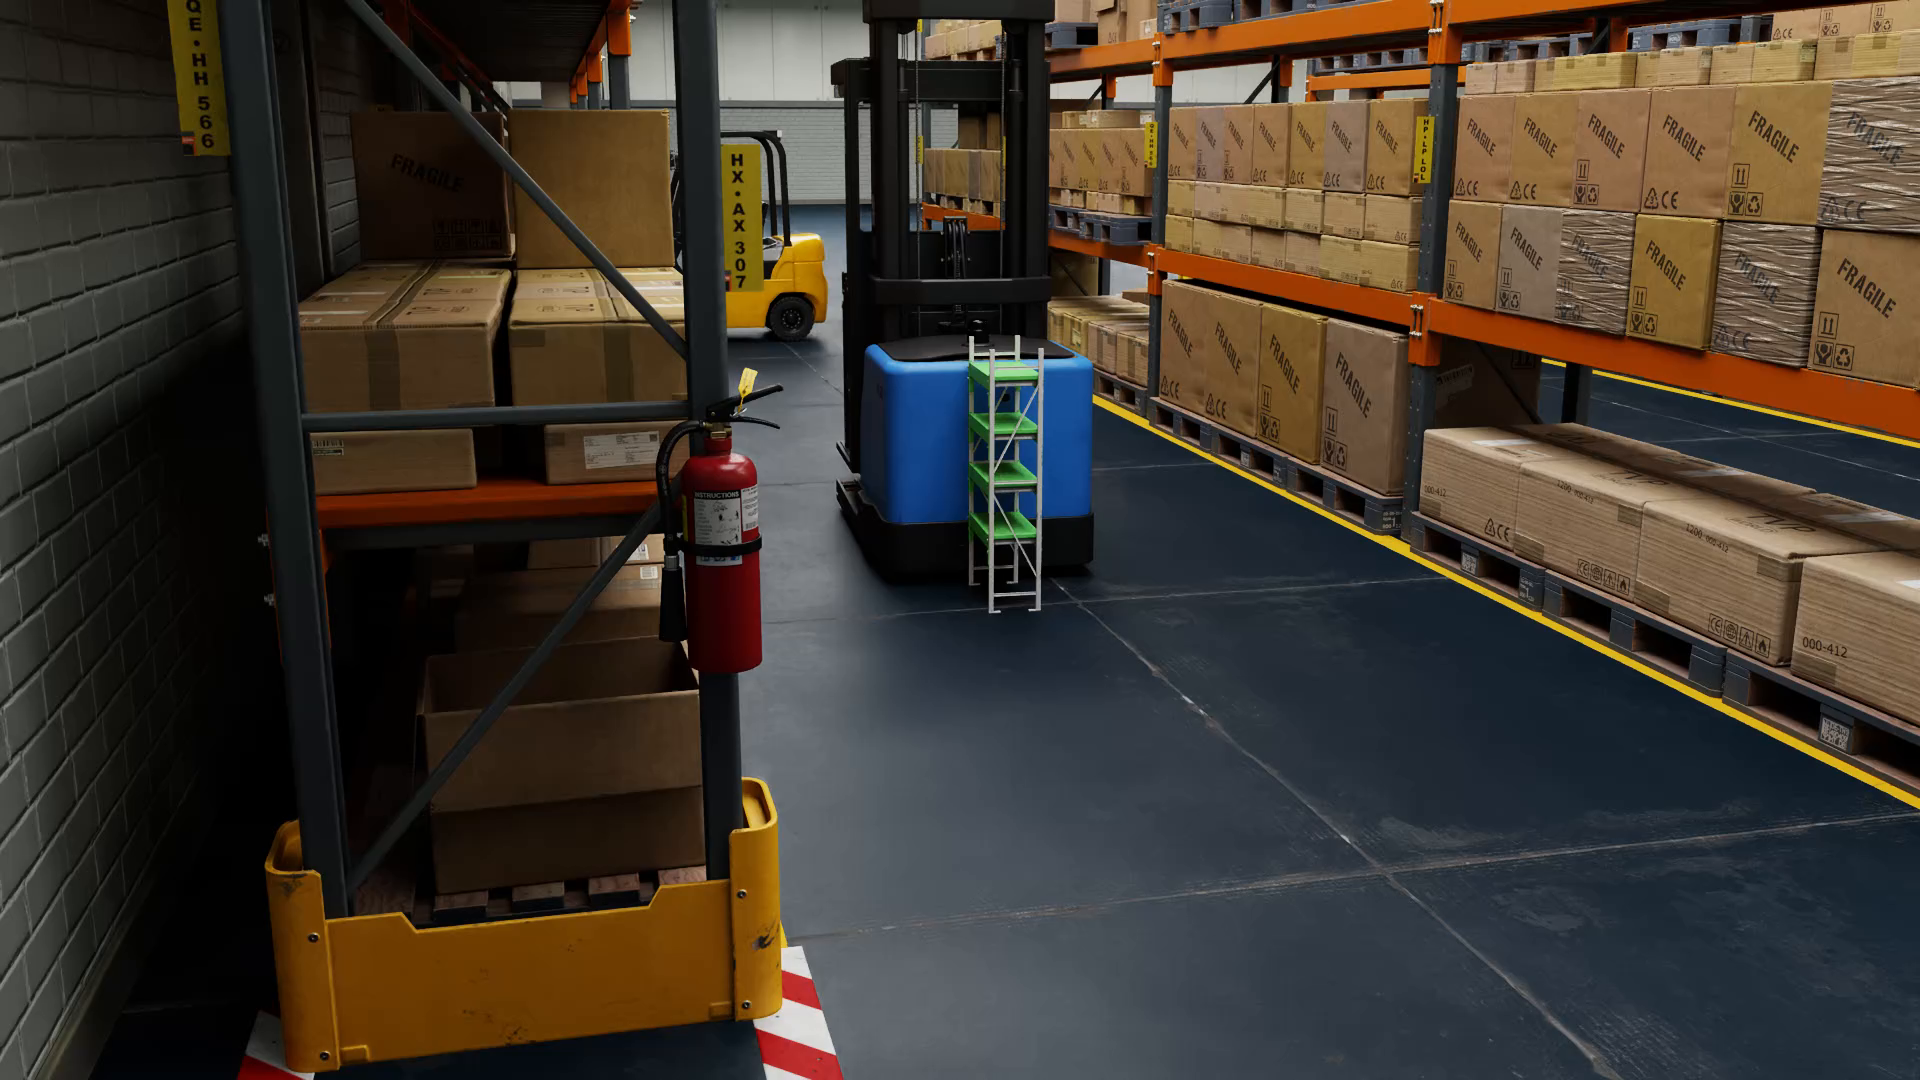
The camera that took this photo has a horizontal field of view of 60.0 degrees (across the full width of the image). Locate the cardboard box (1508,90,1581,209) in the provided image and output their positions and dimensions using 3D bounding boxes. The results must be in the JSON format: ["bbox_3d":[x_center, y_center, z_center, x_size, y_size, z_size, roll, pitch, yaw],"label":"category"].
[{"bbox_3d":[2.851,-1.765,7.514,0.500,0.500,0.500,-3,14,-14],"label":"cardboard box"}]

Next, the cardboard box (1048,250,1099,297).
[{"bbox_3d":[1.107,-2.700,16.988,0.500,0.500,0.500,-3,14,-11],"label":"cardboard box"}]

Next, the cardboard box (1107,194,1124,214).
[{"bbox_3d":[1.381,-2.652,13.105,0.380,0.149,0.250,-3,14,-14],"label":"cardboard box"}]

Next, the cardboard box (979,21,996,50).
[{"bbox_3d":[0.499,-5.049,16.641,0.500,0.250,0.500,-4,14,-14],"label":"cardboard box"}]

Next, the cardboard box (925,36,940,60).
[{"bbox_3d":[-0.097,-5.637,19.050,0.500,0.250,0.500,-4,14,-14],"label":"cardboard box"}]

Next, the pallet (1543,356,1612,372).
[{"bbox_3d":[6.316,-1.805,15.872,1.003,0.211,1.213,-3,14,-13],"label":"pallet"}]

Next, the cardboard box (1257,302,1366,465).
[{"bbox_3d":[2.419,-0.989,10.248,0.875,0.875,0.875,-3,14,-12],"label":"cardboard box"}]

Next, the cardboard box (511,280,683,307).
[{"bbox_3d":[-0.985,-0.578,4.663,0.500,0.250,0.500,-3,14,-13],"label":"cardboard box"}]

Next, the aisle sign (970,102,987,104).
[{"bbox_3d":[0.312,-5.533,19.775,0.394,0.787,0.004,-3,14,-13],"label":"aisle sign"}]

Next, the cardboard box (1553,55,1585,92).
[{"bbox_3d":[2.860,-2.057,7.344,0.380,0.149,0.250,-3,14,-14],"label":"cardboard box"}]

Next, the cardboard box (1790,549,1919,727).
[{"bbox_3d":[3.550,0.346,5.705,0.875,0.438,0.875,-4,14,-15],"label":"cardboard box"}]

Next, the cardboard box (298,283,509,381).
[{"bbox_3d":[-1.508,-0.553,4.558,0.500,0.250,0.500,-3,14,-13],"label":"cardboard box"}]

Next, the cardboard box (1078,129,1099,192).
[{"bbox_3d":[1.294,-3.115,13.635,0.500,0.500,0.500,-4,14,-17],"label":"cardboard box"}]

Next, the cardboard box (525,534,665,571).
[{"bbox_3d":[-1.264,0.266,5.899,0.500,0.500,0.500,-3,14,-12],"label":"cardboard box"}]

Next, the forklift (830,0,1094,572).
[{"bbox_3d":[-0.111,-1.569,9.175,1.130,2.935,3.031,-2,14,-10],"label":"forklift"}]

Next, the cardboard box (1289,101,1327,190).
[{"bbox_3d":[2.285,-2.331,9.832,0.500,0.500,0.500,-3,14,-11],"label":"cardboard box"}]

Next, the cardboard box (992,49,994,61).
[{"bbox_3d":[0.542,-4.889,16.829,0.380,0.149,0.250,-4,14,-15],"label":"cardboard box"}]

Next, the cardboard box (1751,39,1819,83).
[{"bbox_3d":[3.170,-1.761,6.129,0.380,0.149,0.250,-3,14,-12],"label":"cardboard box"}]

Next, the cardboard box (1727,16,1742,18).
[{"bbox_3d":[6.356,-4.415,13.755,0.380,0.166,0.250,-3,14,-13],"label":"cardboard box"}]

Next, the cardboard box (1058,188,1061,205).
[{"bbox_3d":[1.073,-3.015,14.593,0.380,0.149,0.250,-3,14,-13],"label":"cardboard box"}]

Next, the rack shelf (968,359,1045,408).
[{"bbox_3d":[0.205,-0.717,7.579,0.258,0.148,0.480,-2,14,-10],"label":"rack shelf"}]

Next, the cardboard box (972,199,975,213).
[{"bbox_3d":[0.339,-3.547,17.652,0.380,0.149,0.250,-4,14,-14],"label":"cardboard box"}]

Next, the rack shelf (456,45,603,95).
[{"bbox_3d":[-3.371,-3.685,12.887,1.077,0.370,4.000,-3,14,-13],"label":"rack shelf"}]

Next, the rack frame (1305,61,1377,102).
[{"bbox_3d":[4.832,-4.538,21.183,1.000,3.000,0.127,-3,14,-13],"label":"rack frame"}]

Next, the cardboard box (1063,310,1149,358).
[{"bbox_3d":[1.446,-1.797,14.615,0.950,0.372,0.625,-3,14,-11],"label":"cardboard box"}]

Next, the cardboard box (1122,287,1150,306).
[{"bbox_3d":[2.055,-2.426,17.800,0.500,0.500,0.500,7,15,26],"label":"cardboard box"}]

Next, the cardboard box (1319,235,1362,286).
[{"bbox_3d":[2.394,-1.605,9.493,0.500,0.250,0.500,-3,14,-14],"label":"cardboard box"}]

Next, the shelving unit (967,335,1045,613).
[{"bbox_3d":[0.205,-0.313,7.678,0.258,1.200,0.503,-2,14,-10],"label":"shelving unit"}]

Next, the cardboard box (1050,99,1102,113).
[{"bbox_3d":[1.091,-4.109,16.481,0.700,0.500,0.500,-3,14,-14],"label":"cardboard box"}]

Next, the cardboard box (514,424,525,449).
[{"bbox_3d":[-1.033,-0.355,4.587,0.380,0.149,0.250,-3,14,-14],"label":"cardboard box"}]

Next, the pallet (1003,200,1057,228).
[{"bbox_3d":[1.022,-3.039,15.450,1.003,0.211,1.213,-3,14,-13],"label":"pallet"}]

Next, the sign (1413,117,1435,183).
[{"bbox_3d":[2.337,-1.962,8.367,0.100,0.325,0.005,-3,14,-13],"label":"sign"}]

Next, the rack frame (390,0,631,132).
[{"bbox_3d":[-1.962,-1.193,7.492,1.000,3.000,0.127,-3,14,-13],"label":"rack frame"}]

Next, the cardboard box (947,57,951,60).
[{"bbox_3d":[0.066,-5.305,18.532,0.380,0.149,0.250,-3,14,-14],"label":"cardboard box"}]

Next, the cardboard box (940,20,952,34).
[{"bbox_3d":[-0.011,-5.688,18.417,0.380,0.149,0.250,-3,14,-13],"label":"cardboard box"}]

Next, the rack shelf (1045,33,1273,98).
[{"bbox_3d":[1.453,-3.963,14.023,1.077,0.370,4.000,-3,14,-13],"label":"rack shelf"}]

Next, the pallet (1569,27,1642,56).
[{"bbox_3d":[6.243,-4.462,14.947,1.003,0.211,1.213,-3,14,-11],"label":"pallet"}]

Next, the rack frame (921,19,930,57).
[{"bbox_3d":[0.044,-7.154,19.247,1.000,3.000,0.127,-3,14,-13],"label":"rack frame"}]

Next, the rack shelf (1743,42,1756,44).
[{"bbox_3d":[7.181,-3.339,11.470,1.077,0.370,4.000,-3,14,-13],"label":"rack shelf"}]

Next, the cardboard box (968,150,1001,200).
[{"bbox_3d":[0.384,-3.836,17.471,0.500,0.500,0.500,-3,14,-12],"label":"cardboard box"}]

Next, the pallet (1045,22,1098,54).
[{"bbox_3d":[1.272,-4.295,14.262,1.213,0.211,1.003,-3,14,-13],"label":"pallet"}]

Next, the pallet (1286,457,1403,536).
[{"bbox_3d":[2.608,-0.290,9.670,1.003,0.211,1.213,-3,14,-13],"label":"pallet"}]

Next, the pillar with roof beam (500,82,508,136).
[{"bbox_3d":[-6.944,-12.442,40.892,9.100,9.000,0.400,-3,14,-13],"label":"pillar with roof beam"}]

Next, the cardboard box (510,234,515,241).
[{"bbox_3d":[-2.108,-1.136,6.945,0.500,0.250,0.500,-3,14,-14],"label":"cardboard box"}]

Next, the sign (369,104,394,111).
[{"bbox_3d":[-2.500,-1.724,7.224,0.100,0.325,0.005,-3,14,-13],"label":"sign"}]

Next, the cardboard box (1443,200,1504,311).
[{"bbox_3d":[2.718,-1.397,8.113,0.500,0.500,0.500,-3,14,-11],"label":"cardboard box"}]

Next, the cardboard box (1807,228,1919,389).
[{"bbox_3d":[3.328,-0.810,5.711,0.500,0.500,0.500,-4,14,-14],"label":"cardboard box"}]

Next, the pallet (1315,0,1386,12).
[{"bbox_3d":[2.599,-3.044,9.149,0.805,0.209,1.217,-4,14,-15],"label":"pallet"}]

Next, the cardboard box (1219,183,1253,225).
[{"bbox_3d":[2.027,-2.198,10.867,0.500,0.250,0.500,-3,14,-13],"label":"cardboard box"}]

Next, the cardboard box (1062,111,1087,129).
[{"bbox_3d":[1.106,-3.656,14.481,0.380,0.149,0.250,-2,14,-10],"label":"cardboard box"}]

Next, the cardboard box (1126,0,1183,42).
[{"bbox_3d":[1.710,-4.119,12.934,0.700,0.500,0.500,-3,14,-13],"label":"cardboard box"}]

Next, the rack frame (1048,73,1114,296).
[{"bbox_3d":[0.984,-3.317,16.182,1.000,3.000,0.127,-3,14,-13],"label":"rack frame"}]

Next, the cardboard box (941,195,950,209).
[{"bbox_3d":[-0.006,-3.843,18.866,0.380,0.149,0.250,-3,14,-12],"label":"cardboard box"}]

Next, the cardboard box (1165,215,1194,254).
[{"bbox_3d":[1.793,-2.194,11.903,0.500,0.250,0.500,-4,14,-14],"label":"cardboard box"}]
